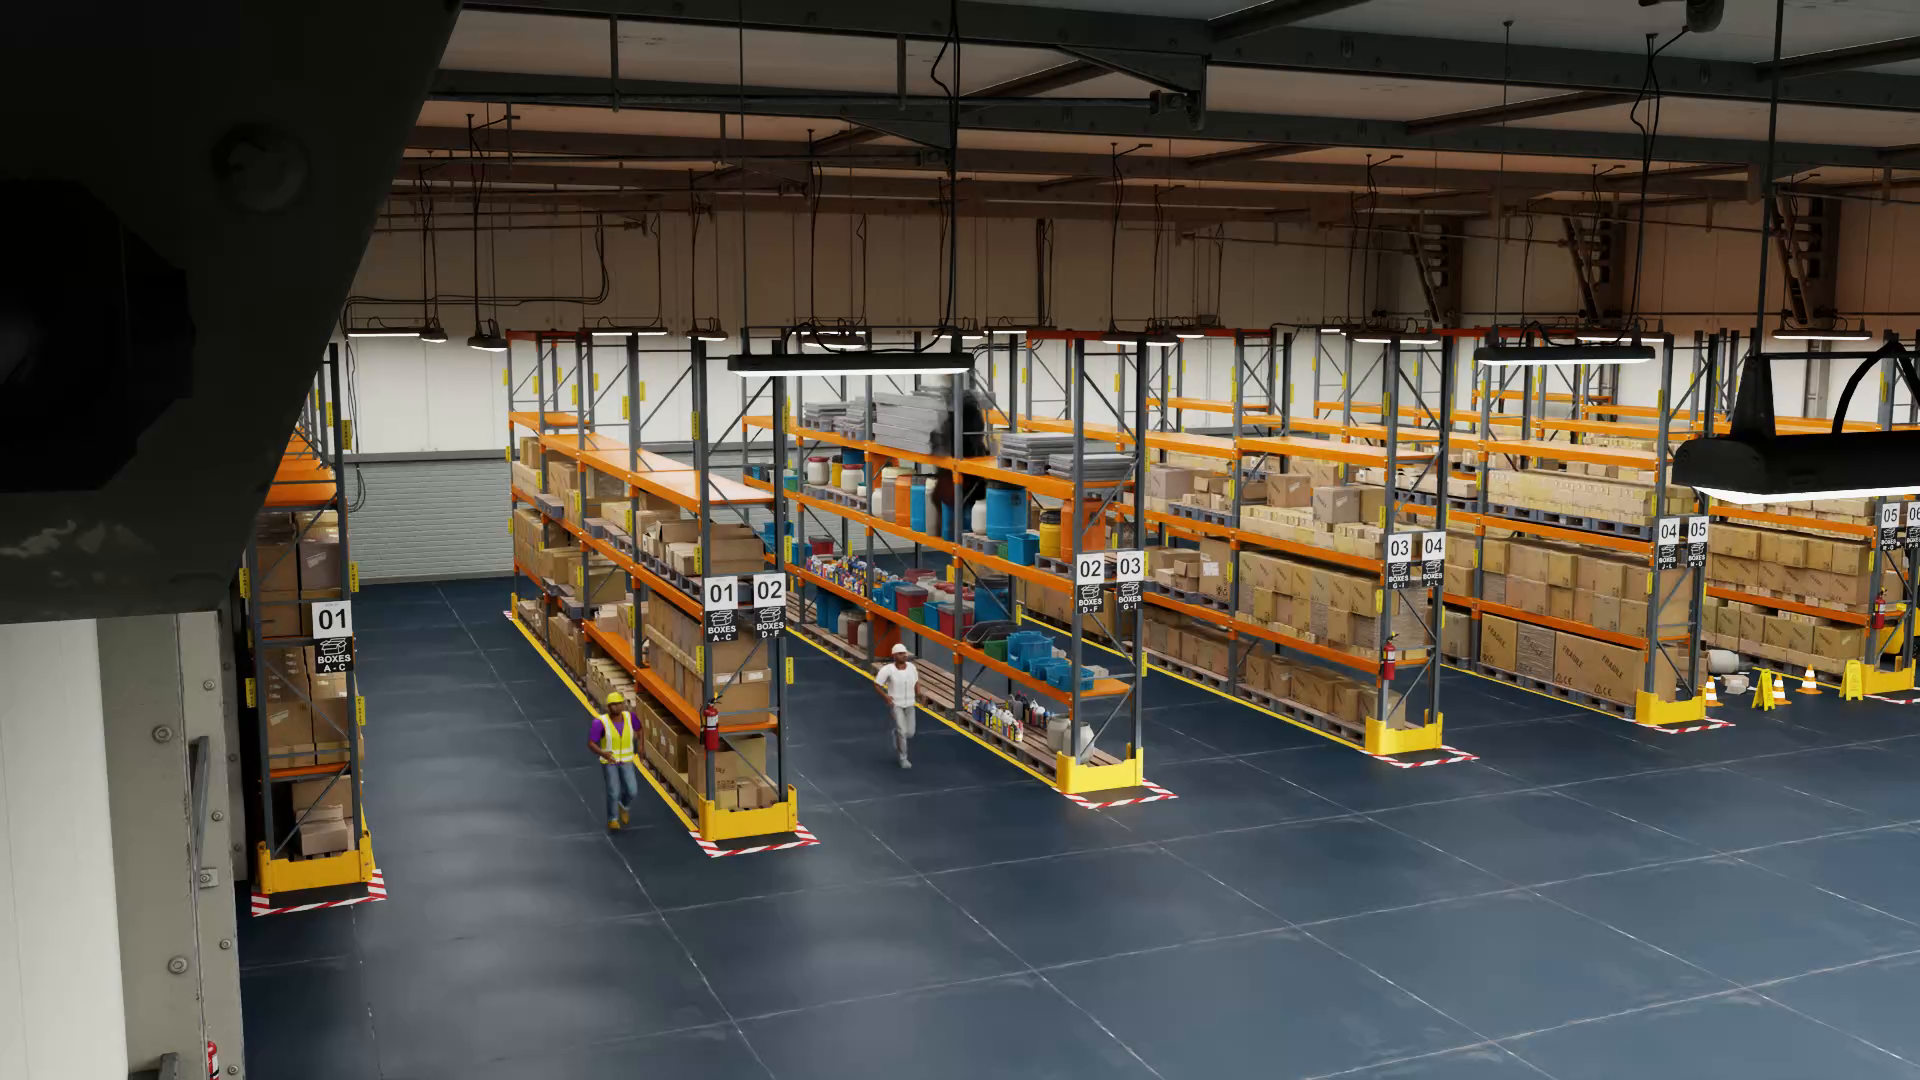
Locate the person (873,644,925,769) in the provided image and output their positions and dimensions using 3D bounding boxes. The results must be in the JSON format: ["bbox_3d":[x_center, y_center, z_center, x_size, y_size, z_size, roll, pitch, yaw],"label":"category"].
[{"bbox_3d":[-0.866,2.310,23.419,0.701,1.732,0.680,-4,9,-29],"label":"person"}]

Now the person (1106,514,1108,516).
[{"bbox_3d":[3.323,0.149,39.690,0.679,1.602,0.516,0,8,-1],"label":"person"}]

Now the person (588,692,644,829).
[{"bbox_3d":[-4.157,2.709,20.336,0.744,1.717,0.587,-4,9,-29],"label":"person"}]

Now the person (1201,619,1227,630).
[{"bbox_3d":[5.157,0.965,33.538,0.574,1.624,0.747,-5,9,-30],"label":"person"}]
